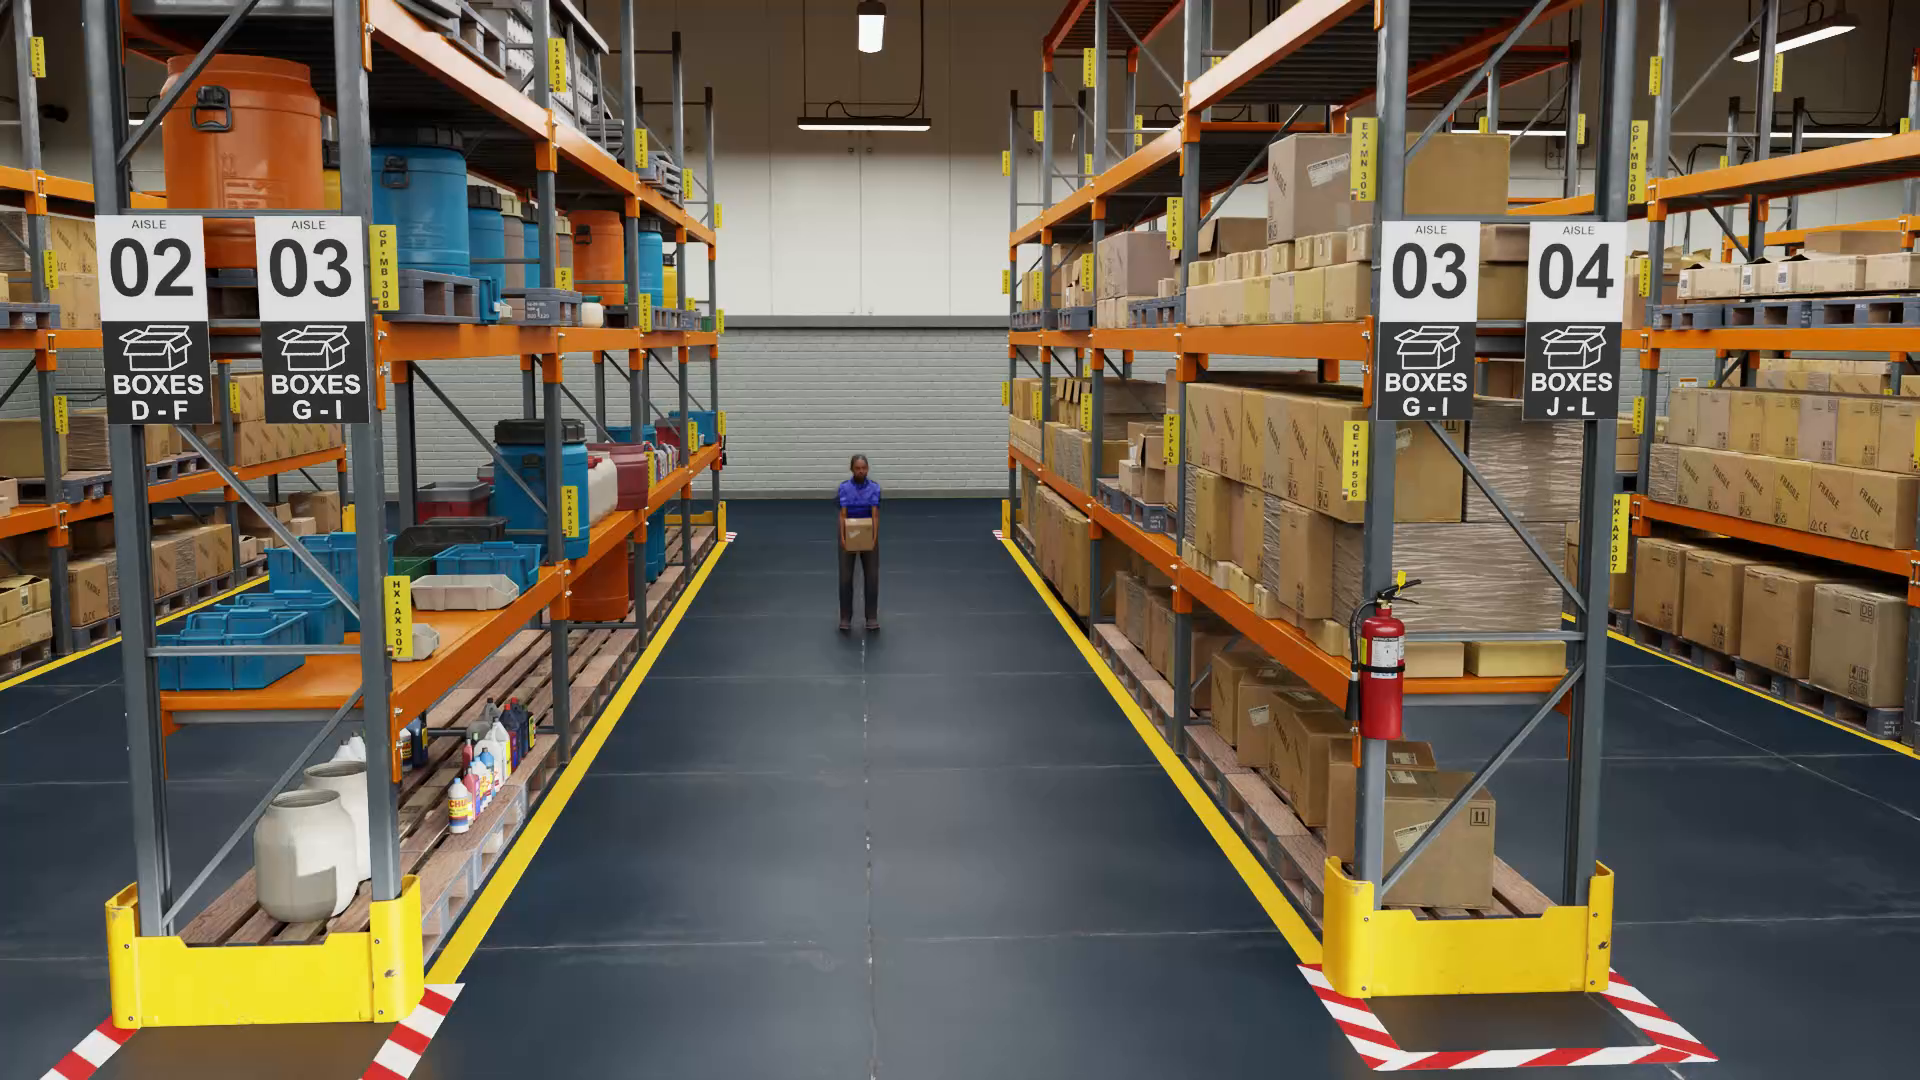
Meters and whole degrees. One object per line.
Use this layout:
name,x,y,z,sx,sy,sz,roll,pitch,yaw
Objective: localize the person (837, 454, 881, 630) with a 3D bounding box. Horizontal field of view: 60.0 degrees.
person,-0.944,0.024,15.637,0.413,1.652,0.523,-1,7,-5
